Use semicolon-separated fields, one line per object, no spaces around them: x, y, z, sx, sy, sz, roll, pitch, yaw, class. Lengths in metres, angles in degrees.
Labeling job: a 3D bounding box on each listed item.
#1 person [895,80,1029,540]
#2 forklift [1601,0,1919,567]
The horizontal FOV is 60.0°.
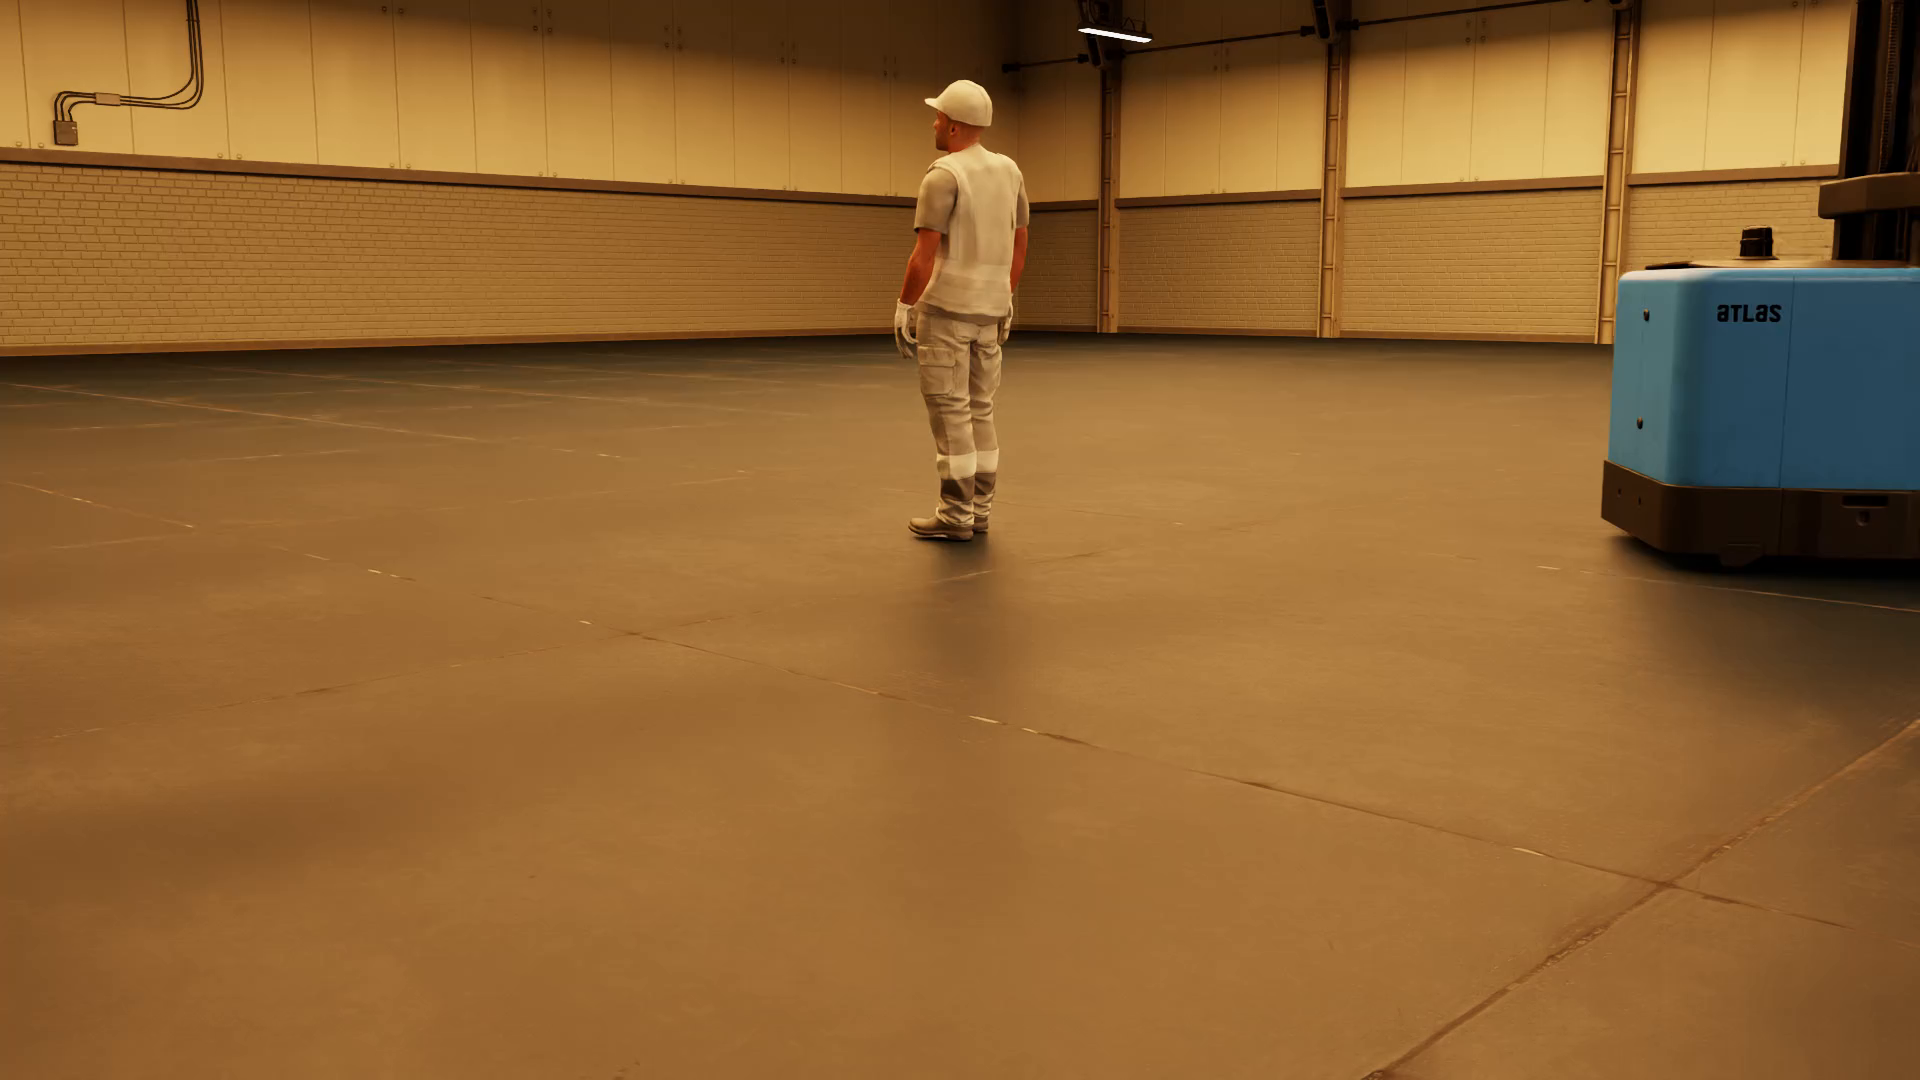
-0.051;-0.901;6.646;0.562;1.789;0.638;8;12;43;person
4.078;-1.375;6.008;3.031;2.935;1.130;1;9;8;forklift
